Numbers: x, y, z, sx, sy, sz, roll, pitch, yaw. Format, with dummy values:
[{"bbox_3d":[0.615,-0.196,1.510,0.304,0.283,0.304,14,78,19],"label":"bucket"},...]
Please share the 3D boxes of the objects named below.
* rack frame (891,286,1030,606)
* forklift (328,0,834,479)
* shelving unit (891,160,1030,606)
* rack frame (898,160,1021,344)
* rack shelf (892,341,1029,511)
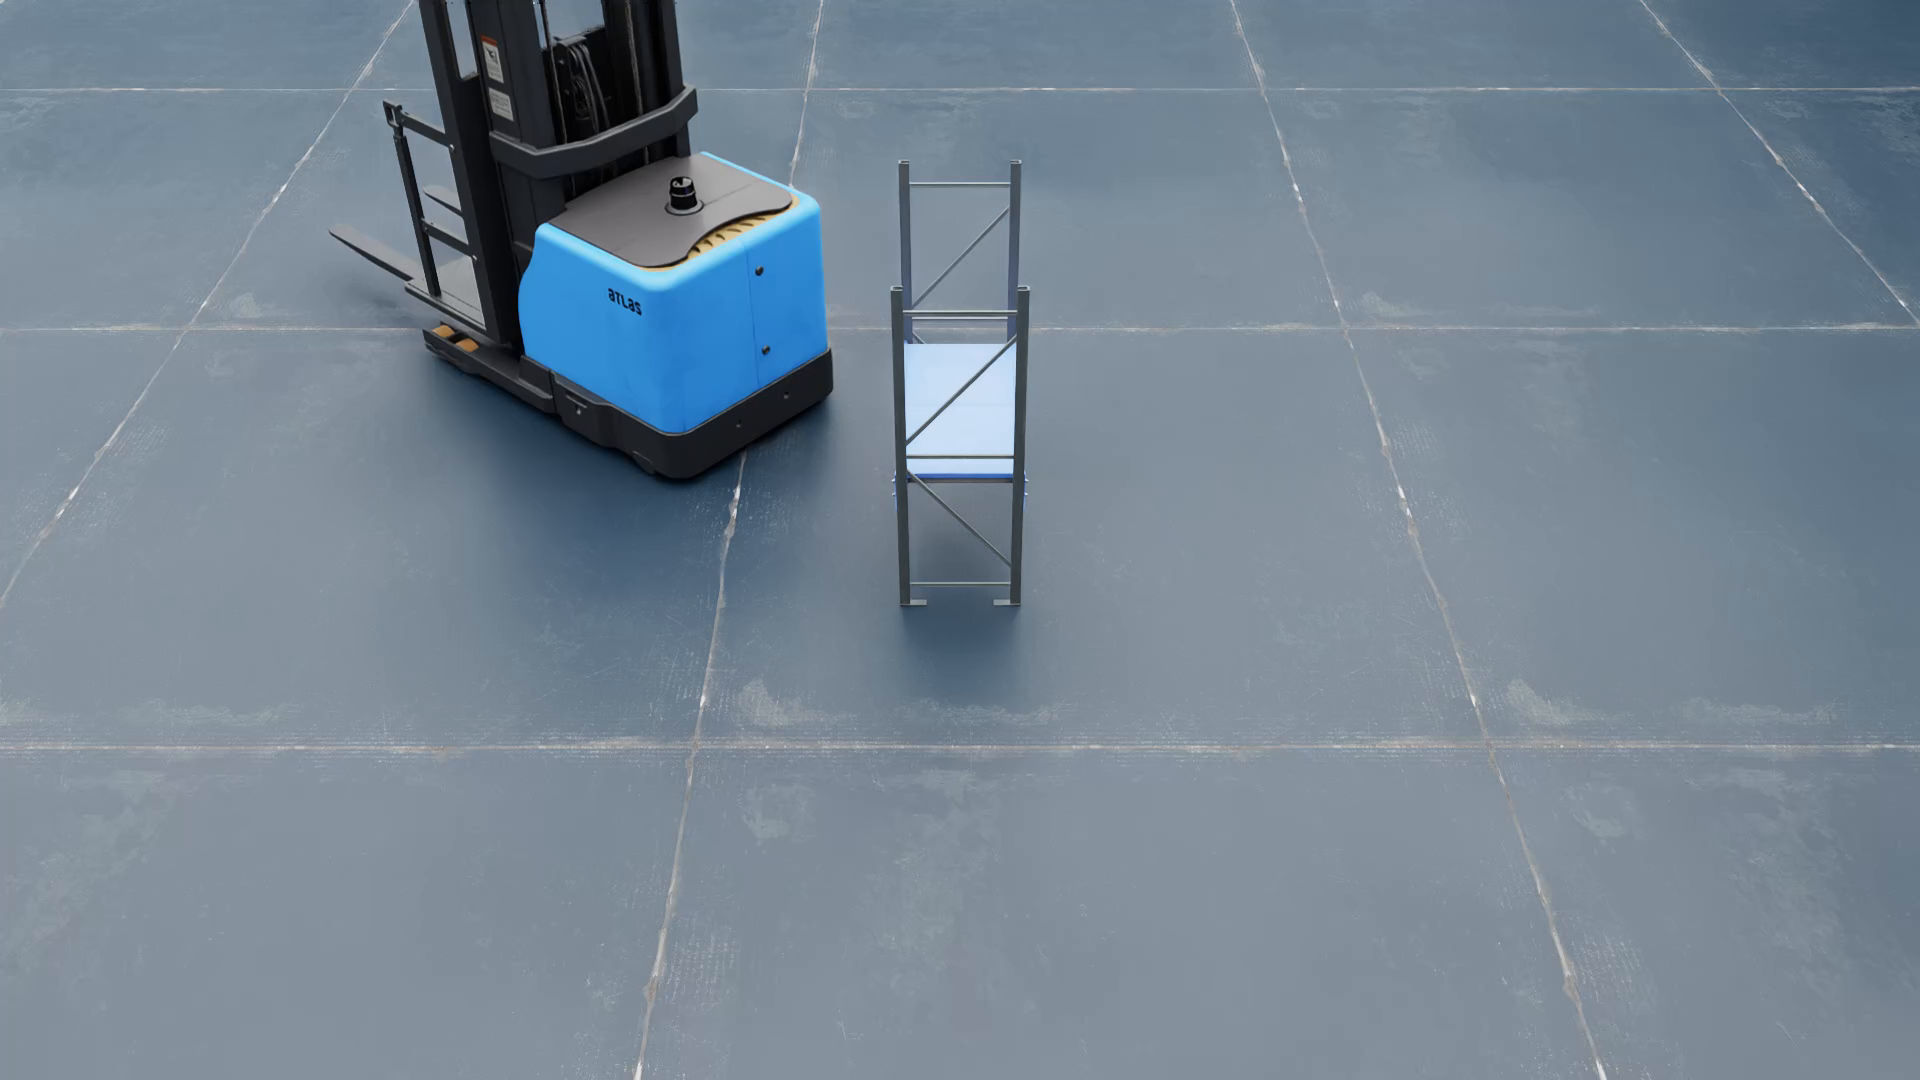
[{"bbox_3d":[0.000,-0.321,6.451,0.500,1.500,0.032,0,39,0],"label":"rack frame"},{"bbox_3d":[-2.059,-2.201,7.652,3.031,2.935,1.130,28,47,31],"label":"forklift"},{"bbox_3d":[0.000,-0.639,6.848,0.538,1.500,1.048,0,39,0],"label":"shelving unit"},{"bbox_3d":[-0.001,-0.956,7.244,0.500,1.500,0.032,0,39,0],"label":"rack frame"},{"bbox_3d":[0.000,-0.498,6.960,0.538,0.185,1.000,0,39,0],"label":"rack shelf"}]
